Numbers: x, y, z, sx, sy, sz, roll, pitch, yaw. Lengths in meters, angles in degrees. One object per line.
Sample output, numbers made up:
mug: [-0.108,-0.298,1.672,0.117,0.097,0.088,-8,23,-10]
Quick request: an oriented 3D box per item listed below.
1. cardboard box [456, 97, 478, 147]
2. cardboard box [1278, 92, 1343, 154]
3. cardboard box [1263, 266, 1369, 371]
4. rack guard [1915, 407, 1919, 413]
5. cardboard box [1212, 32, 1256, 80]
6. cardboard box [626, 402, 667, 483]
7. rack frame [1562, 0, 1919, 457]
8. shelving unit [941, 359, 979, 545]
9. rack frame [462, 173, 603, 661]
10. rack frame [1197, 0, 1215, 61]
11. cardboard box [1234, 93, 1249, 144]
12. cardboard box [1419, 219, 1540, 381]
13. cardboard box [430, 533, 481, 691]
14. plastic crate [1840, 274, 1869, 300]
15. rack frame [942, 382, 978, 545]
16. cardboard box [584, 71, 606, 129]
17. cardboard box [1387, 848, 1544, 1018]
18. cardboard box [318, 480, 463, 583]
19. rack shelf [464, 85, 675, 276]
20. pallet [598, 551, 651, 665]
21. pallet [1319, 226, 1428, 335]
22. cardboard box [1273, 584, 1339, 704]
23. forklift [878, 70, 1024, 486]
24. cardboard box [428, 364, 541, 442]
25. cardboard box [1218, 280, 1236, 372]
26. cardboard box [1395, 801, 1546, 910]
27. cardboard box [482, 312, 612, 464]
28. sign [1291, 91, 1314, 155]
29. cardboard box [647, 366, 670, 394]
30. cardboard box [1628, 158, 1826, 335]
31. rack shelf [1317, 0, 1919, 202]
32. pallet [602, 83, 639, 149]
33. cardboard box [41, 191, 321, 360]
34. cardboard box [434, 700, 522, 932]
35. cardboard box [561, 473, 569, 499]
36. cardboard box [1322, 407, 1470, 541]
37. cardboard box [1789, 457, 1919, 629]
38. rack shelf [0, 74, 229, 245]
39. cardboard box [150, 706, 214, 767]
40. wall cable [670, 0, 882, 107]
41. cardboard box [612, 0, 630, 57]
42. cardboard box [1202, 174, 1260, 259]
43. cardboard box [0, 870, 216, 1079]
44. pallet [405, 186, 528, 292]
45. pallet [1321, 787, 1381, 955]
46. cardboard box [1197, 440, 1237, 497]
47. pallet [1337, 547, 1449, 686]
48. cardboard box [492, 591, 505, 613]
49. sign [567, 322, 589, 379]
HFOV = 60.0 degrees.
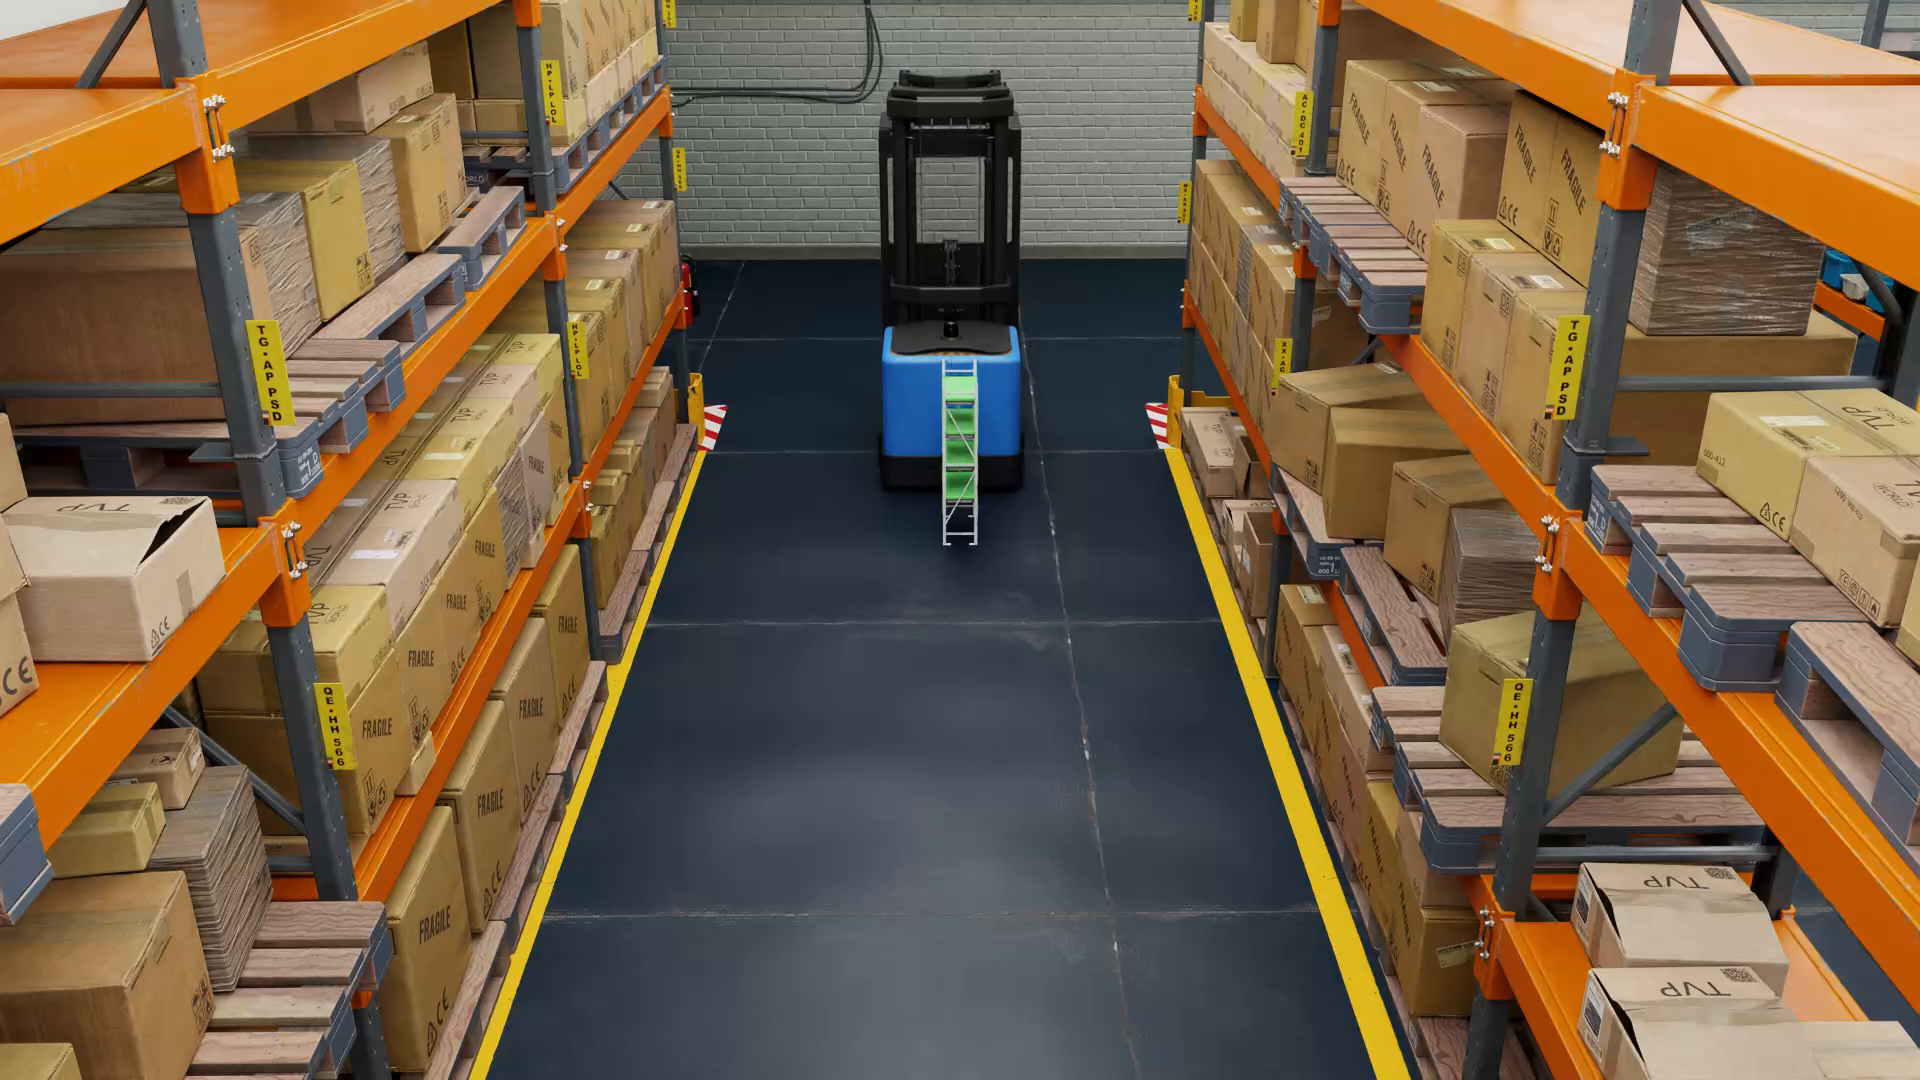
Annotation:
cardboard box: [-2.876,-2.354,9.227,0.500,0.250,0.500,0,24,0]
cardboard box: [2.043,-2.287,9.103,0.500,0.250,0.500,0,24,-1]
cardboard box: [2.055,-1.270,9.584,0.500,0.500,0.500,0,24,0]
rack guard: [7.216,-1.102,13.580,1.175,0.500,0.348,0,24,-1]
cardboard box: [2.019,-3.317,11.380,0.500,0.250,0.500,0,24,-1]
cardboard box: [-2.564,-0.745,12.280,0.700,0.500,0.500,0,24,-1]
rack frame: [2.363,-1.647,4.472,1.000,3.000,0.127,0,24,-1]
shelving unit: [-0.002,-0.615,11.654,0.258,1.200,0.503,0,24,-1]
rack frame: [-2.634,-0.538,9.300,1.000,3.000,0.127,0,24,-1]
rack frame: [2.276,-4.944,11.761,1.000,3.000,0.127,0,24,-1]
cardboard box: [2.039,-2.678,10.572,0.500,0.250,0.500,0,24,-1]
cardboard box: [2.313,-0.930,6.405,0.910,0.500,0.500,0,24,-1]
cardboard box: [-2.341,0.298,6.944,0.500,0.500,0.500,0,24,-1]
plastic crate: [6.823,-1.902,12.563,0.250,0.136,0.298,0,24,-1]
rack frame: [0.001,-0.514,11.431,0.240,1.200,0.015,0,24,-1]
cardboard box: [-2.369,-2.569,9.702,0.500,0.250,0.500,-1,24,-2]
cardboard box: [2.118,1.640,6.982,0.500,0.500,0.500,1,24,2]
cardboard box: [-2.354,-0.038,6.776,0.500,0.250,0.500,0,24,0]
rack shelf: [-2.656,-2.401,10.652,1.077,0.370,4.000,0,24,-1]
pallet: [-2.564,0.419,10.568,1.003,0.211,1.213,0,24,-1]
pallet: [2.271,-1.147,7.233,1.213,0.211,1.003,0,24,-1]
cardboard box: [2.081,0.577,9.334,0.500,0.500,0.500,-1,24,-3]
forklift: [-0.079,-2.298,13.275,1.130,2.935,3.031,0,24,-1]
cardboard box: [-2.377,-0.668,8.170,0.500,0.250,0.500,0,24,1]
cardboard box: [2.034,-1.446,11.187,0.500,0.500,0.500,0,24,0]
cardboard box: [2.113,1.276,6.879,0.500,0.250,0.500,1,24,1]
cardboard box: [-2.624,-0.898,9.733,0.980,0.700,0.700,0,24,0]
sign: [1.777,-2.159,8.616,0.100,0.325,0.005,0,24,-1]
cardboard box: [-2.386,-1.194,12.487,0.380,0.149,0.250,-1,24,-1]
cardboard box: [2.365,-0.961,5.261,0.500,0.500,0.500,0,24,-1]
rack shelf: [2.341,-1.961,6.525,1.077,0.370,4.000,0,24,-1]
pallet: [-2.643,-2.703,10.554,1.003,0.211,1.213,0,24,-1]
cardboard box: [-2.711,-0.920,5.850,0.700,0.500,0.500,-2,24,-3]
cardboard box: [-2.470,1.234,7.482,0.750,0.750,0.750,0,24,-1]
cardboard box: [-2.347,-0.295,9.042,0.380,0.149,0.250,0,24,0]
cardboard box: [2.172,-0.320,8.186,0.700,0.500,0.500,4,25,8]
cardboard box: [2.448,-0.001,4.144,0.500,0.250,0.500,0,24,1]
rack shelf: [-2.569,-0.289,2.828,1.077,0.370,4.000,0,24,-1]
cardboard box: [-2.859,0.726,5.997,0.500,0.500,0.500,0,24,0]
wall cable: [-2.382,-5.837,17.505,3.097,2.526,0.112,0,24,-1]
cardboard box: [-2.388,-3.342,10.500,0.500,0.500,0.500,-1,24,-3]
cardboard box: [2.030,-2.312,11.887,0.500,0.500,0.500,0,24,0]
cardboard box: [-2.542,1.288,4.607,0.700,0.500,0.500,-3,24,-6]
pallet: [-2.575,-1.440,7.886,0.805,0.209,1.217,-1,24,-3]
pallet: [2.382,1.548,8.072,1.003,0.211,1.213,0,24,-1]
cardboard box: [2.009,-0.520,12.064,0.500,0.250,0.500,0,24,-1]
pallet: [2.337,0.372,7.520,1.003,0.211,1.213,0,24,-1]
cardboard box: [-2.377,0.229,7.884,0.380,0.149,0.250,-1,24,-2]
sign: [-2.092,-1.036,9.092,0.100,0.325,0.005,0,24,-1]
